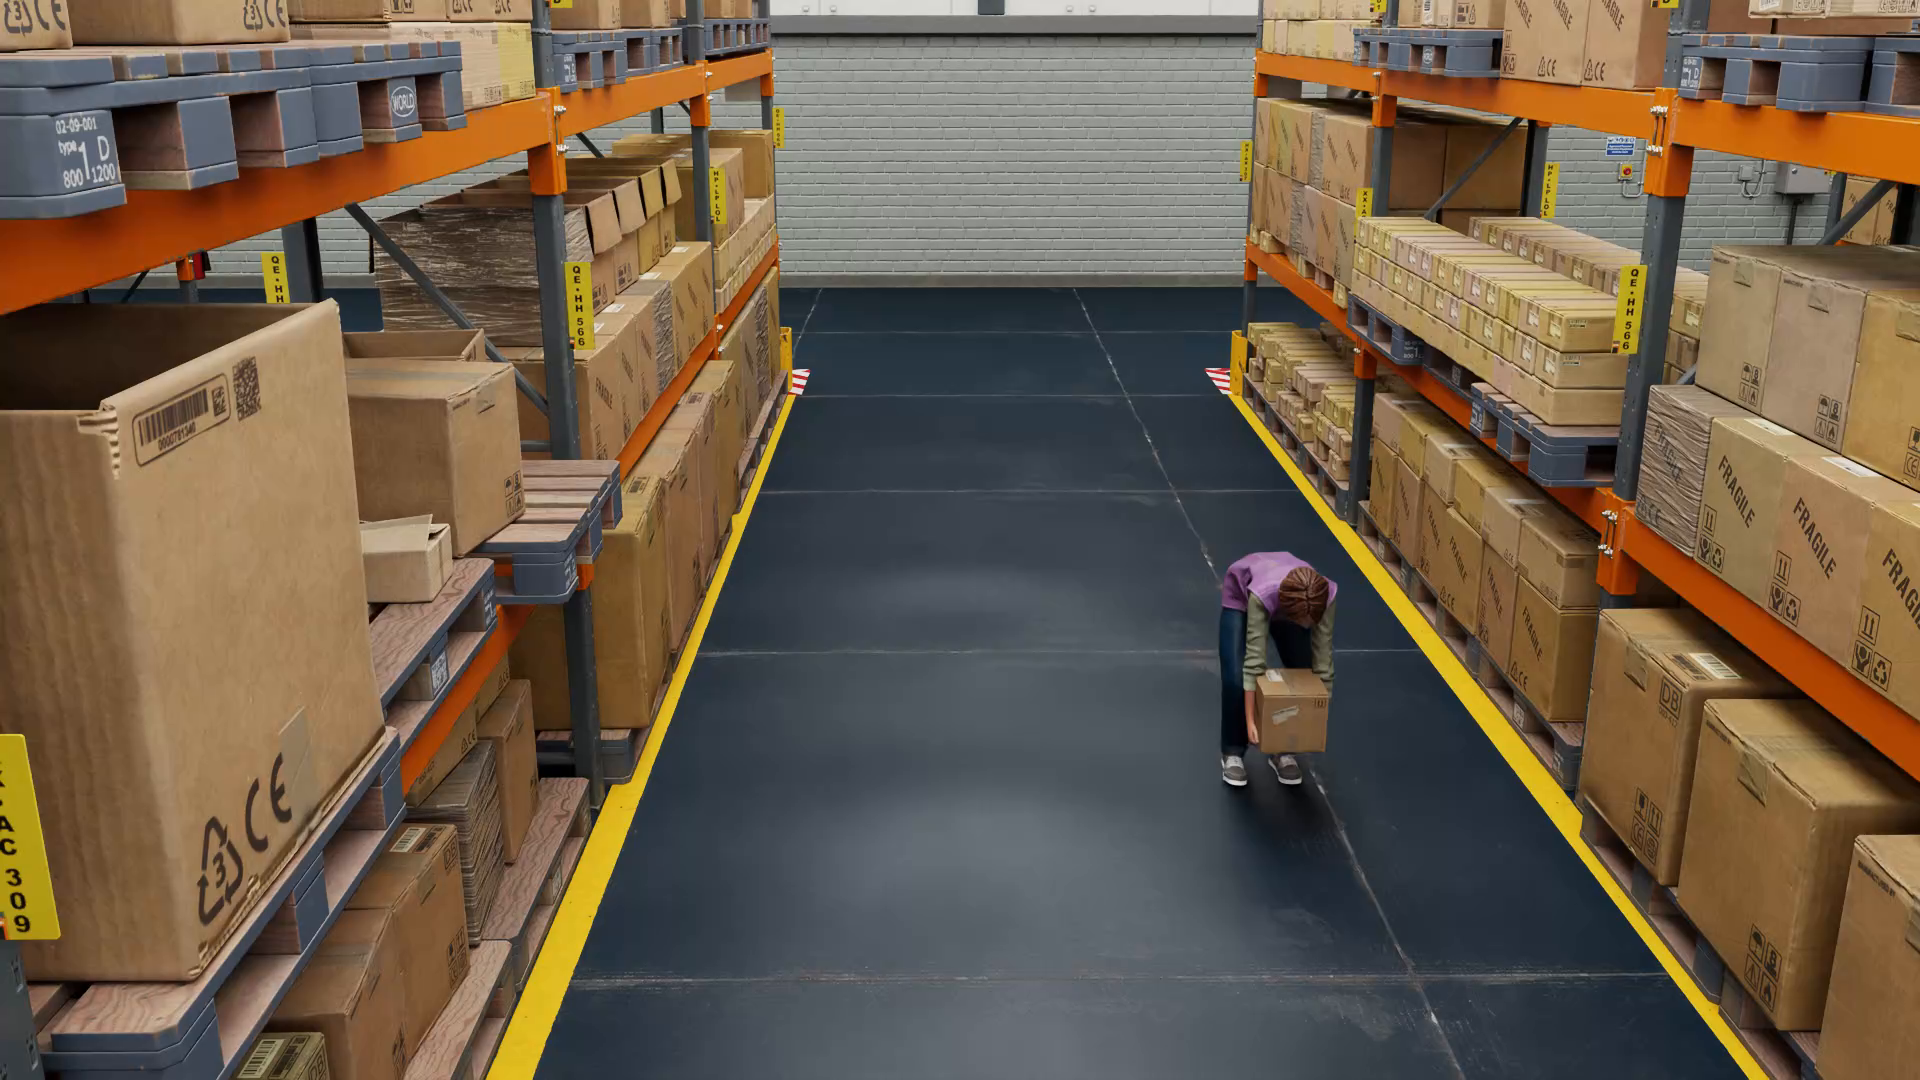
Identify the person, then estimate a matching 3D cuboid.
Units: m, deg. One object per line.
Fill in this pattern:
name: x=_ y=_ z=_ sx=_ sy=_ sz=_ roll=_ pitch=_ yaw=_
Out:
person: x=1.279 y=0.537 z=6.727 sx=0.407 sy=1.075 sz=0.849 roll=-1 pitch=17 yaw=-3
